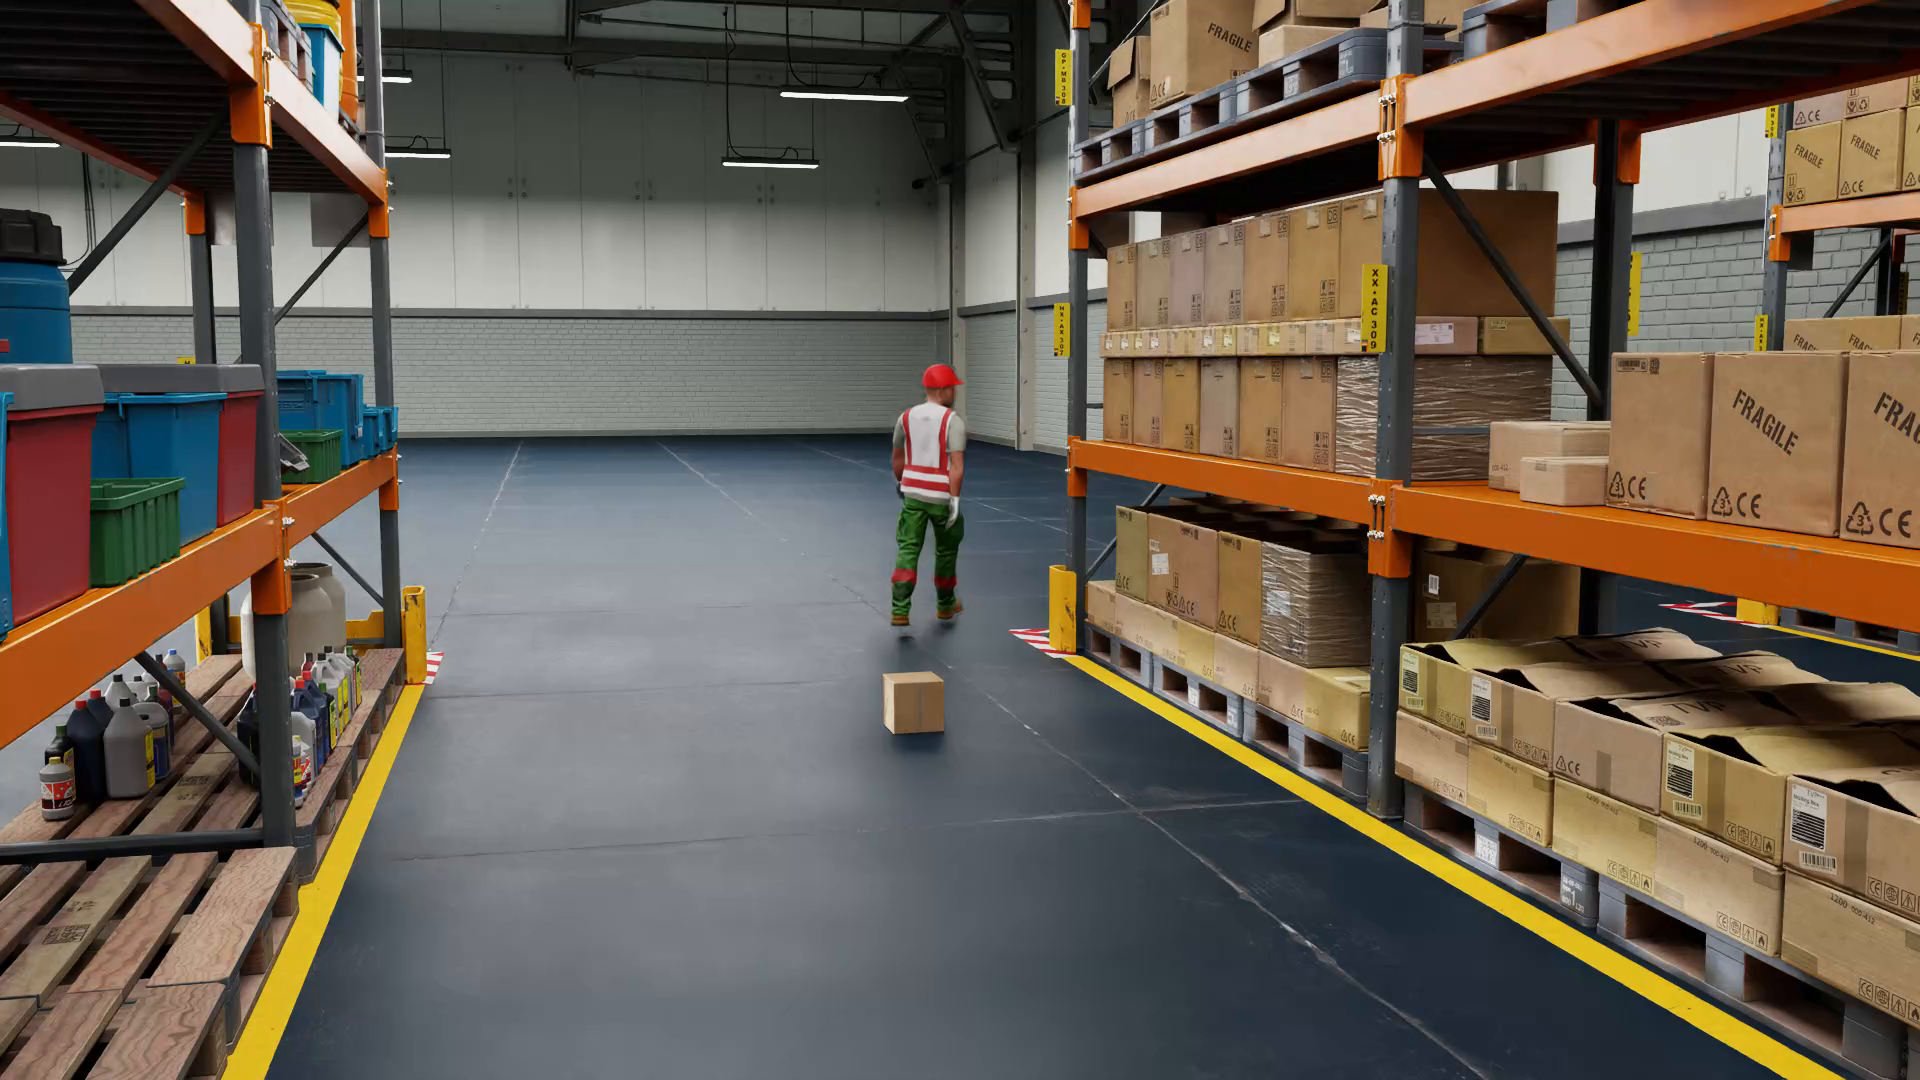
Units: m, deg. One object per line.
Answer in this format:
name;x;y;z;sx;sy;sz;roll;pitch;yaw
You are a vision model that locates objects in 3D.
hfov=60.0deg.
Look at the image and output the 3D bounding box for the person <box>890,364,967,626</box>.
person;-0.203;-0.296;11.076;0.615;1.738;1.051;2;6;17
